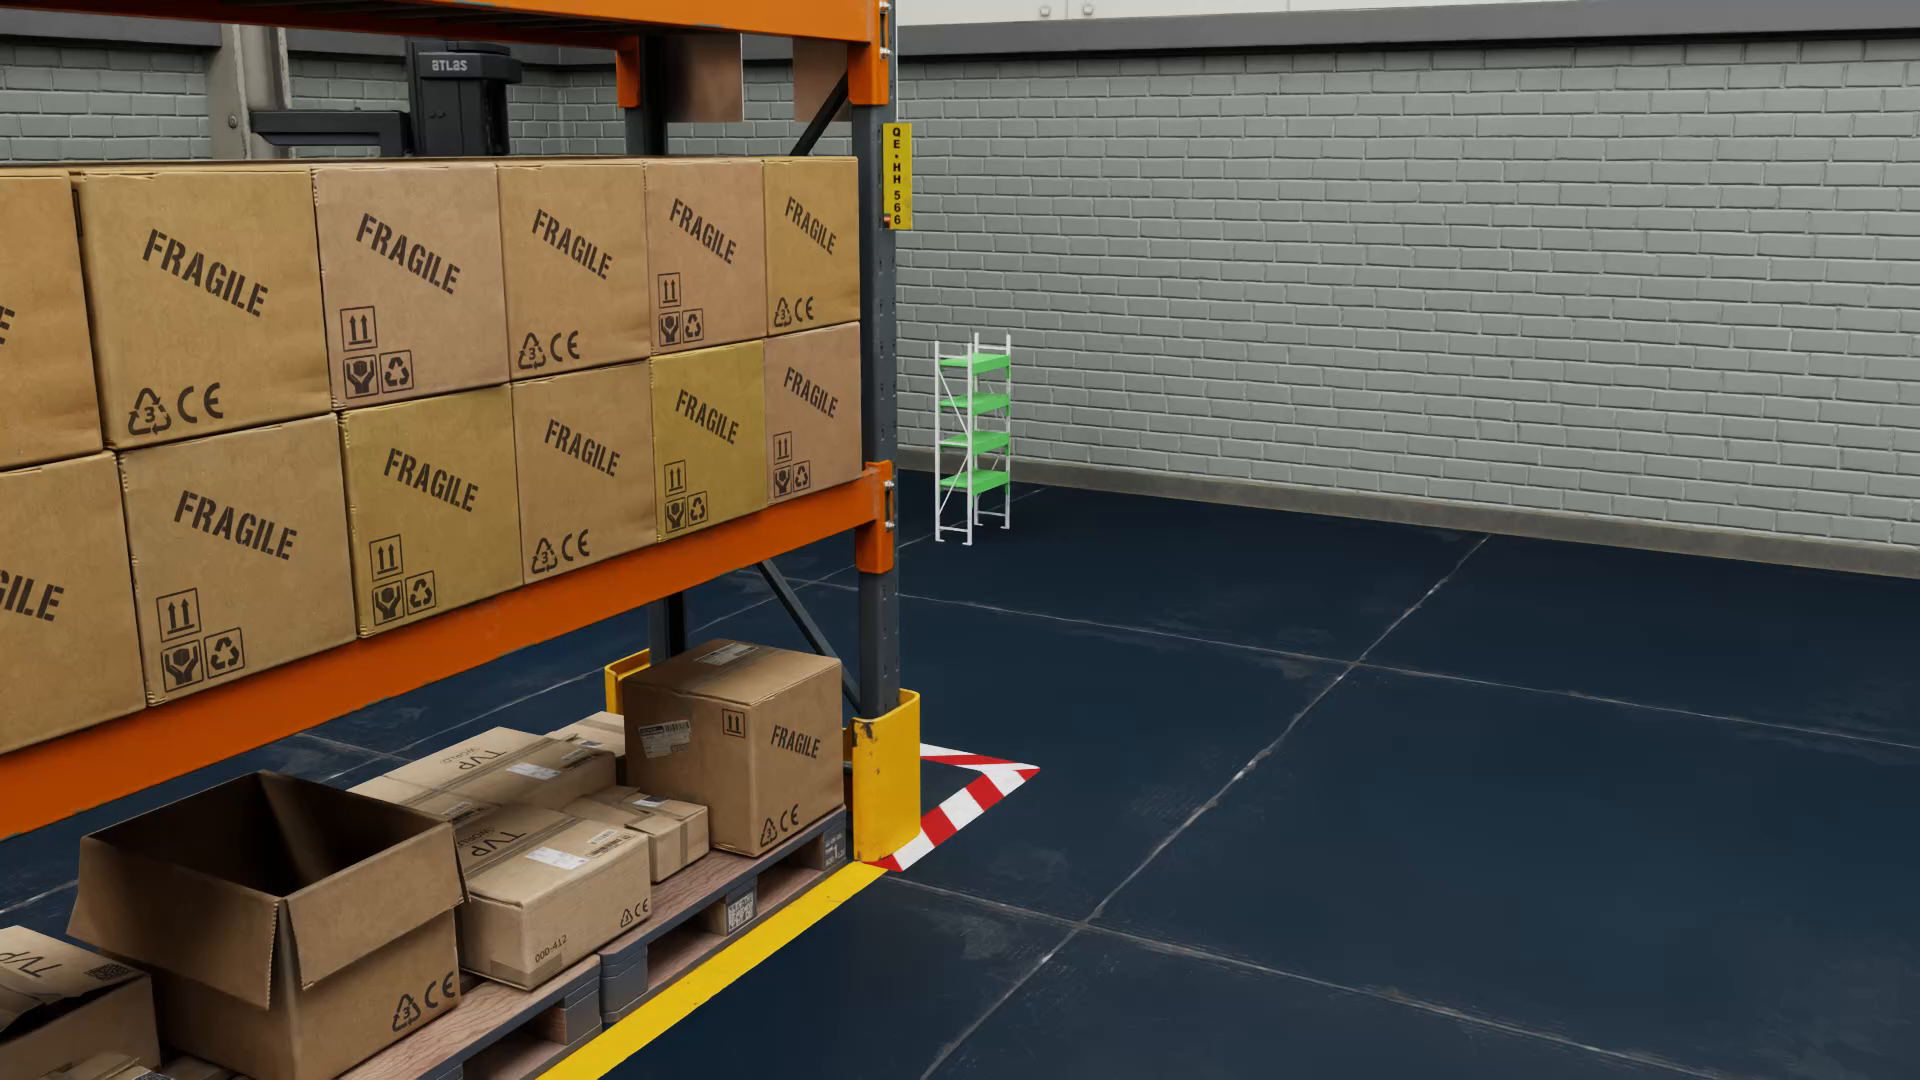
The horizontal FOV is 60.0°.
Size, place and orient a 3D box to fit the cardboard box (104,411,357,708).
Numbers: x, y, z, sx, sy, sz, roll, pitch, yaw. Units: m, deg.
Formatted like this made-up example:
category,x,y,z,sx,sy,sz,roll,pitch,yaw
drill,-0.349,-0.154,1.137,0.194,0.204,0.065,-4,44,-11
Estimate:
category,x,y,z,sx,sy,sz,roll,pitch,yaw
cardboard box,-1.632,-0.001,3.425,0.500,0.500,0.500,7,15,28

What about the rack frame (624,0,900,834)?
category,x,y,z,sx,sy,sz,roll,pitch,yaw
rack frame,-0.672,-0.492,5.673,1.000,3.000,0.127,7,15,28

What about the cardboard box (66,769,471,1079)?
category,x,y,z,sx,sy,sz,roll,pitch,yaw
cardboard box,-1.702,0.943,4.111,0.797,0.503,0.637,7,15,28

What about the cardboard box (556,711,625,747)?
category,x,y,z,sx,sy,sz,roll,pitch,yaw
cardboard box,-1.176,0.727,5.761,0.380,0.149,0.250,7,15,28

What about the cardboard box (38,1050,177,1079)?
category,x,y,z,sx,sy,sz,roll,pitch,yaw
cardboard box,-1.804,1.252,3.546,0.380,0.166,0.250,7,15,28

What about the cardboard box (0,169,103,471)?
category,x,y,z,sx,sy,sz,roll,pitch,yaw
cardboard box,-1.883,-0.376,2.848,0.500,0.500,0.500,7,15,26

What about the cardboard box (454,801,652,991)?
category,x,y,z,sx,sy,sz,roll,pitch,yaw
cardboard box,-1.205,0.962,4.571,0.500,0.250,0.500,7,15,28

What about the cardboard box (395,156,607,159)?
category,x,y,z,sx,sy,sz,roll,pitch,yaw
cardboard box,-1.364,-0.857,4.842,0.500,0.500,0.500,8,15,29

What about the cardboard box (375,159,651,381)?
category,x,y,z,sx,sy,sz,roll,pitch,yaw
cardboard box,-1.137,-0.693,4.162,0.500,0.500,0.500,8,16,30

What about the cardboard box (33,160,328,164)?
category,x,y,z,sx,sy,sz,roll,pitch,yaw
cardboard box,-1.855,-0.651,3.986,0.500,0.500,0.500,7,15,28

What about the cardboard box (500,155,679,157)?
category,x,y,z,sx,sy,sz,roll,pitch,yaw
cardboard box,-1.118,-0.965,5.290,0.500,0.500,0.500,8,16,30

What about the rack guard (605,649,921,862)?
category,x,y,z,sx,sy,sz,roll,pitch,yaw
rack guard,-0.709,0.739,5.901,1.175,0.500,0.348,7,15,28

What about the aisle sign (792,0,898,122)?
category,x,y,z,sx,sy,sz,roll,pitch,yaw
aisle sign,-0.371,-1.735,5.282,0.394,0.787,0.004,7,15,28

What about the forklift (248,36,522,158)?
category,x,y,z,sx,sy,sz,roll,pitch,yaw
forklift,-3.282,-1.354,9.398,3.031,2.935,1.130,-1,14,-5

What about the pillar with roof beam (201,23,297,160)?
category,x,y,z,sx,sy,sz,roll,pitch,yaw
pillar with roof beam,-0.694,-4.133,7.976,9.100,9.000,0.400,7,15,28

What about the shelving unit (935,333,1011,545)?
category,x,y,z,sx,sy,sz,roll,pitch,yaw
shelving unit,0.080,-0.617,10.034,0.258,1.200,0.503,7,15,28

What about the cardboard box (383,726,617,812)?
category,x,y,z,sx,sy,sz,roll,pitch,yaw
cardboard box,-1.425,0.813,5.189,0.500,0.250,0.500,7,15,28

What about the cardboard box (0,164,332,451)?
category,x,y,z,sx,sy,sz,roll,pitch,yaw
cardboard box,-1.634,-0.482,3.285,0.500,0.500,0.500,7,15,26

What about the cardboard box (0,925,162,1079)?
category,x,y,z,sx,sy,sz,roll,pitch,yaw
cardboard box,-2.216,1.119,3.789,0.500,0.311,0.500,7,15,28

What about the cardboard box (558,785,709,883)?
category,x,y,z,sx,sy,sz,roll,pitch,yaw
cardboard box,-0.994,0.884,5.073,0.380,0.166,0.250,7,15,28

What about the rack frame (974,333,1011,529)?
category,x,y,z,sx,sy,sz,roll,pitch,yaw
rack frame,0.198,-0.667,10.241,0.240,1.200,0.015,7,15,28

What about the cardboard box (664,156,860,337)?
category,x,y,z,sx,sy,sz,roll,pitch,yaw
cardboard box,-0.647,-0.904,5.036,0.500,0.500,0.500,7,15,28

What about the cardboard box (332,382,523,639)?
category,x,y,z,sx,sy,sz,roll,pitch,yaw
cardboard box,-1.388,-0.106,3.858,0.500,0.500,0.500,7,15,27

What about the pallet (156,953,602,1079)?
category,x,y,z,sx,sy,sz,roll,pitch,yaw
pallet,-1.684,1.293,4.222,1.003,0.211,1.213,7,15,28

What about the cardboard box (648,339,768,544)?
category,x,y,z,sx,sy,sz,roll,pitch,yaw
cardboard box,-0.898,-0.311,4.709,0.500,0.500,0.500,8,15,29

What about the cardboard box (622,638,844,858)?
category,x,y,z,sx,sy,sz,roll,pitch,yaw
cardboard box,-0.720,0.649,5.336,0.500,0.500,0.500,7,15,28

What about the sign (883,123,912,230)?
category,x,y,z,sx,sy,sz,roll,pitch,yaw
sign,-0.196,-1.141,5.222,0.100,0.325,0.005,7,15,28

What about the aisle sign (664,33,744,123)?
category,x,y,z,sx,sy,sz,roll,pitch,yaw
aisle sign,-0.896,-1.803,5.564,0.394,0.787,0.004,7,15,28

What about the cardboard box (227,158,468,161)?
category,x,y,z,sx,sy,sz,roll,pitch,yaw
cardboard box,-1.610,-0.755,4.418,0.500,0.500,0.500,8,16,29

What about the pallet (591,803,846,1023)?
category,x,y,z,sx,sy,sz,roll,pitch,yaw
pallet,-1.094,1.043,5.256,1.003,0.211,1.213,7,15,28

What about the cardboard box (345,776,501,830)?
category,x,y,z,sx,sy,sz,roll,pitch,yaw
cardboard box,-1.667,0.916,4.763,0.500,0.250,0.500,7,15,28

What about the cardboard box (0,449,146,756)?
category,x,y,z,sx,sy,sz,roll,pitch,yaw
cardboard box,-1.876,0.101,3.000,0.500,0.500,0.500,8,16,29

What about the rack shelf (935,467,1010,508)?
category,x,y,z,sx,sy,sz,roll,pitch,yaw
rack shelf,0.080,-0.322,10.105,0.258,0.148,0.480,7,15,28

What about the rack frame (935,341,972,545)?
category,x,y,z,sx,sy,sz,roll,pitch,yaw
rack frame,-0.038,-0.567,9.826,0.240,1.200,0.015,7,15,28

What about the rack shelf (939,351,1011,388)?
category,x,y,z,sx,sy,sz,roll,pitch,yaw
rack shelf,0.080,-1.022,9.936,0.258,0.148,0.480,7,15,28

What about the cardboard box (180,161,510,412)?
category,x,y,z,sx,sy,sz,roll,pitch,yaw
cardboard box,-1.385,-0.588,3.725,0.500,0.500,0.500,8,16,30

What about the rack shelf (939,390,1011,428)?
category,x,y,z,sx,sy,sz,roll,pitch,yaw
rack shelf,0.080,-0.788,9.993,0.258,0.148,0.480,7,15,28

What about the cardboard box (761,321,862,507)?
category,x,y,z,sx,sy,sz,roll,pitch,yaw
cardboard box,-0.651,-0.418,5.152,0.500,0.500,0.500,8,16,30

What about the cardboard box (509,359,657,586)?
category,x,y,z,sx,sy,sz,roll,pitch,yaw
cardboard box,-1.144,-0.209,4.287,0.500,0.500,0.500,8,15,28

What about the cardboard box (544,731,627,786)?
category,x,y,z,sx,sy,sz,roll,pitch,yaw
cardboard box,-1.296,0.770,5.546,0.380,0.166,0.250,7,15,28

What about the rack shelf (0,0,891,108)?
category,x,y,z,sx,sy,sz,roll,pitch,yaw
rack shelf,-1.639,-1.190,3.704,1.077,0.370,4.000,7,15,28

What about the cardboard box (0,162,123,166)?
category,x,y,z,sx,sy,sz,roll,pitch,yaw
cardboard box,-2.099,-0.548,3.558,0.500,0.500,0.500,8,15,28

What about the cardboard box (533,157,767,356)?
category,x,y,z,sx,sy,sz,roll,pitch,yaw
cardboard box,-0.890,-0.800,4.606,0.500,0.500,0.500,8,16,30

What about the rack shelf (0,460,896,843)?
category,x,y,z,sx,sy,sz,roll,pitch,yaw
rack shelf,-1.639,0.268,4.055,1.077,0.370,4.000,7,15,28

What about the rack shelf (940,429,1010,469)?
category,x,y,z,sx,sy,sz,roll,pitch,yaw
rack shelf,0.080,-0.555,10.049,0.258,0.148,0.480,7,15,28
